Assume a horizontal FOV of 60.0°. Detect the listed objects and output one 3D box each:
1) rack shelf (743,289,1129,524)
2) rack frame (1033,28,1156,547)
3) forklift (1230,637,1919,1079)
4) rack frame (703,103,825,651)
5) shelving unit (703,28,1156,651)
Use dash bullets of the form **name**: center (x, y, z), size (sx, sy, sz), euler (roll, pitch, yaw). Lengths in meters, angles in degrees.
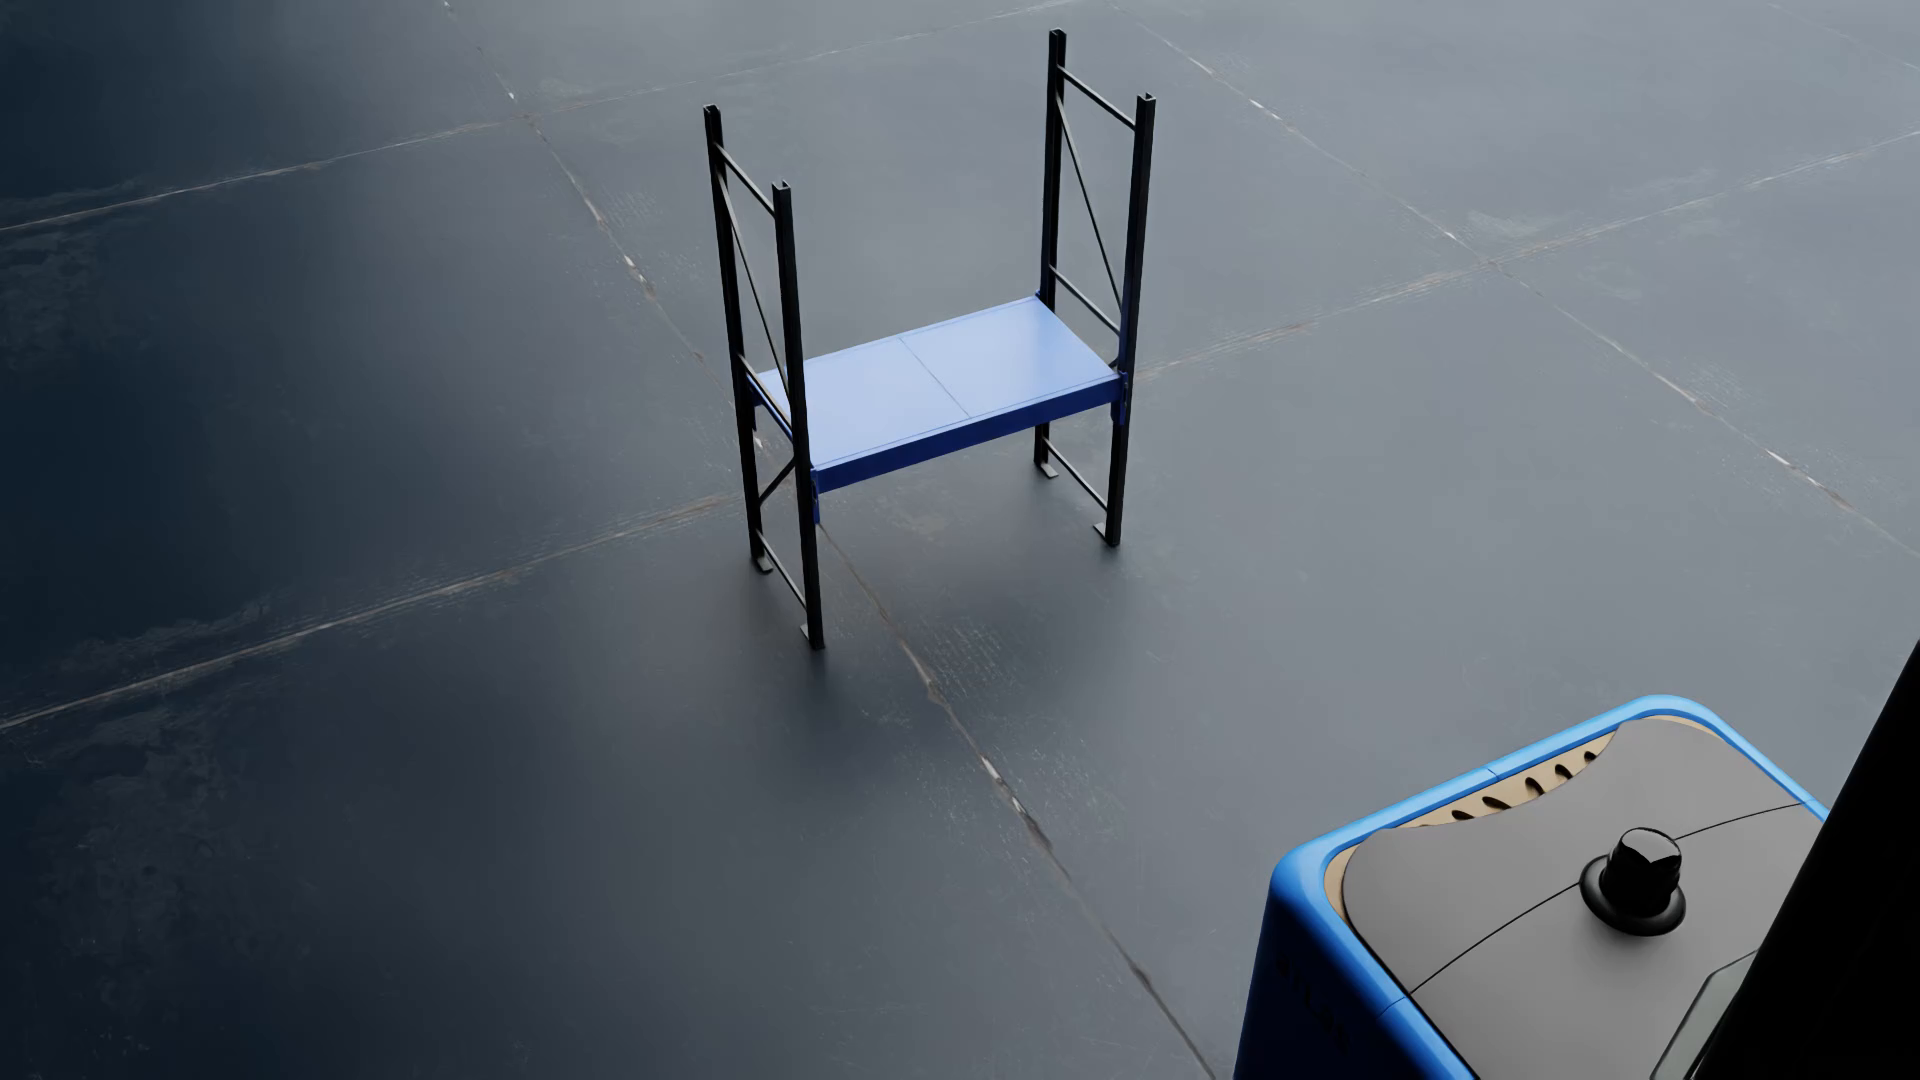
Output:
- **rack shelf**: center (-0.076, -0.410, 4.852), size (1.000, 0.185, 0.538), euler (-19, 44, -21)
- **rack frame**: center (0.375, -0.699, 4.915), size (0.032, 1.500, 0.500), euler (-19, 44, -21)
- **forklift**: center (1.649, 0.971, 1.834), size (1.130, 2.935, 3.031), euler (-18, 44, -20)
- **rack frame**: center (-0.527, -0.395, 4.556), size (0.032, 1.500, 0.500), euler (-19, 44, -21)
- **shelving unit**: center (-0.076, -0.547, 4.735), size (1.048, 1.500, 0.538), euler (-19, 44, -21)
